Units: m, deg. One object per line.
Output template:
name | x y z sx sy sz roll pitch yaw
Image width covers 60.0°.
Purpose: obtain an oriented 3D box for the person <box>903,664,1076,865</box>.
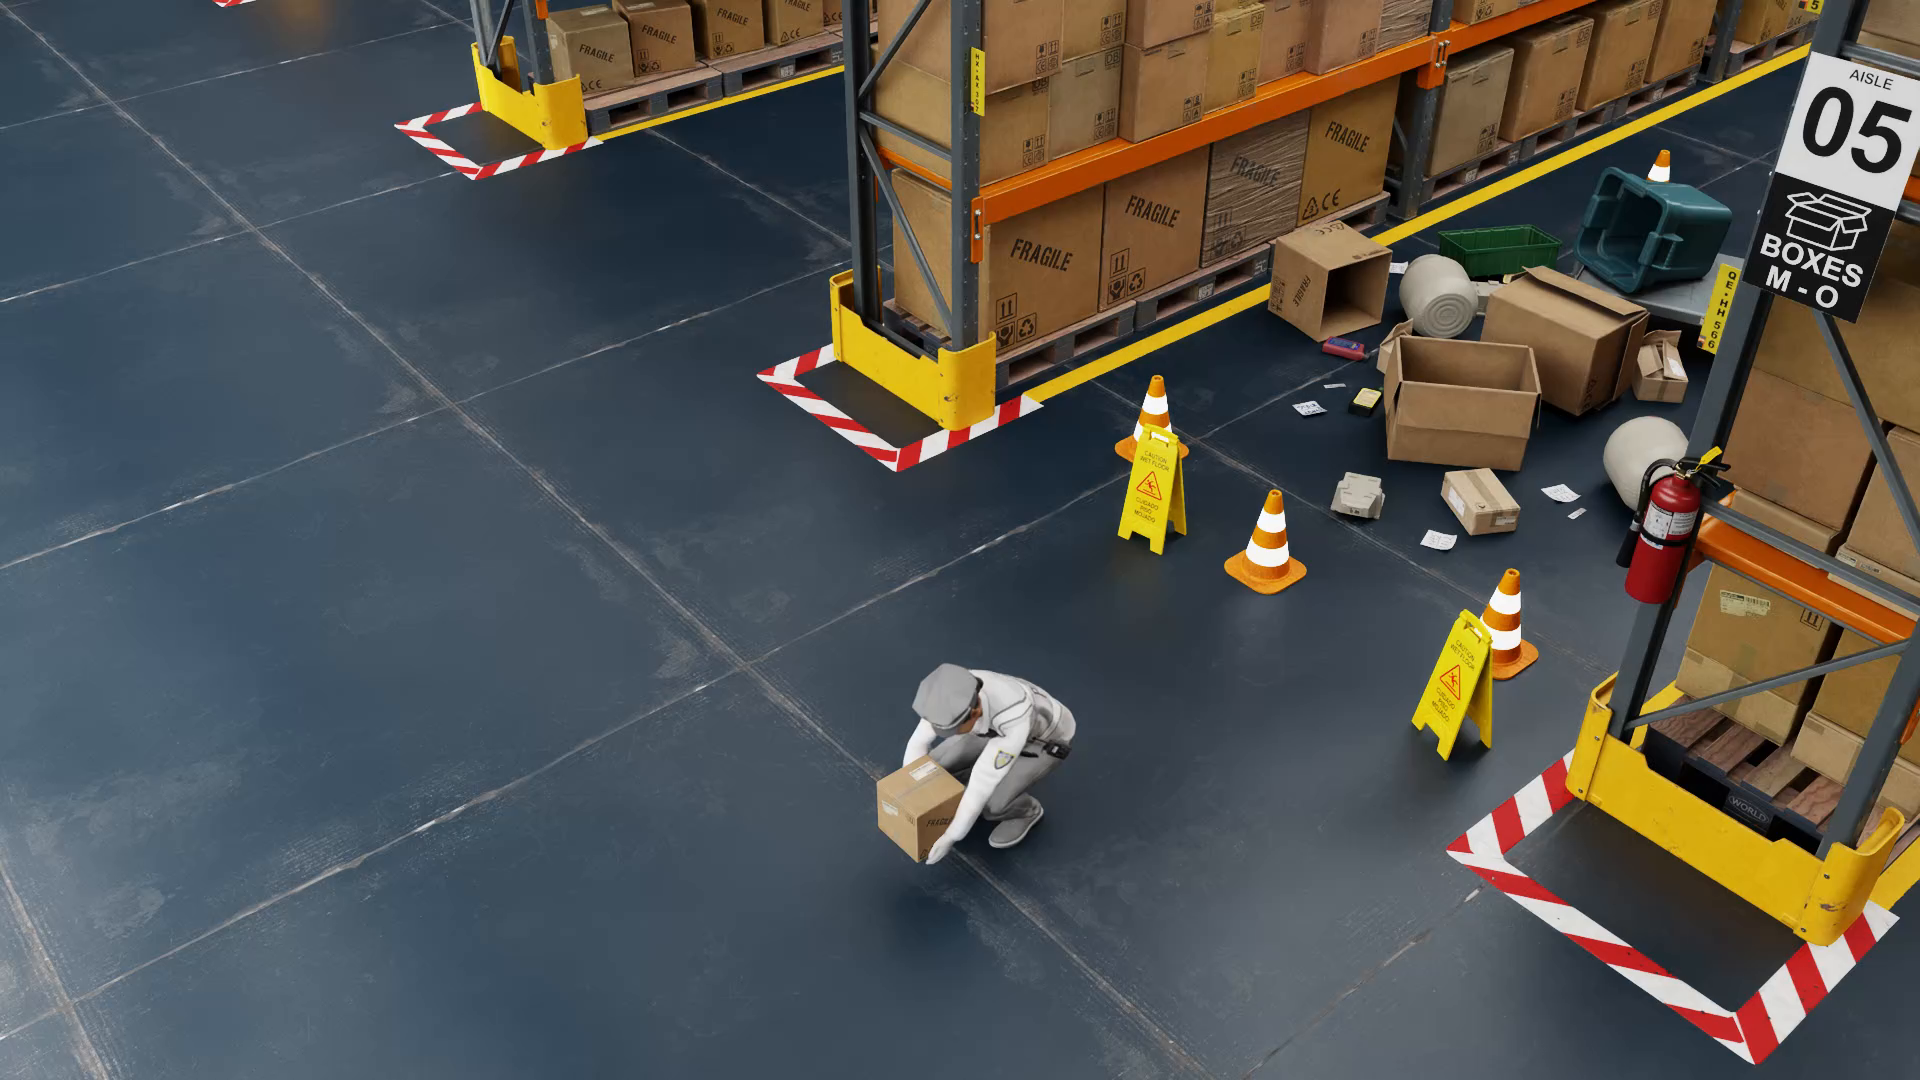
person | 0.096 0.797 6.591 0.821 0.964 0.490 -27 44 -32
